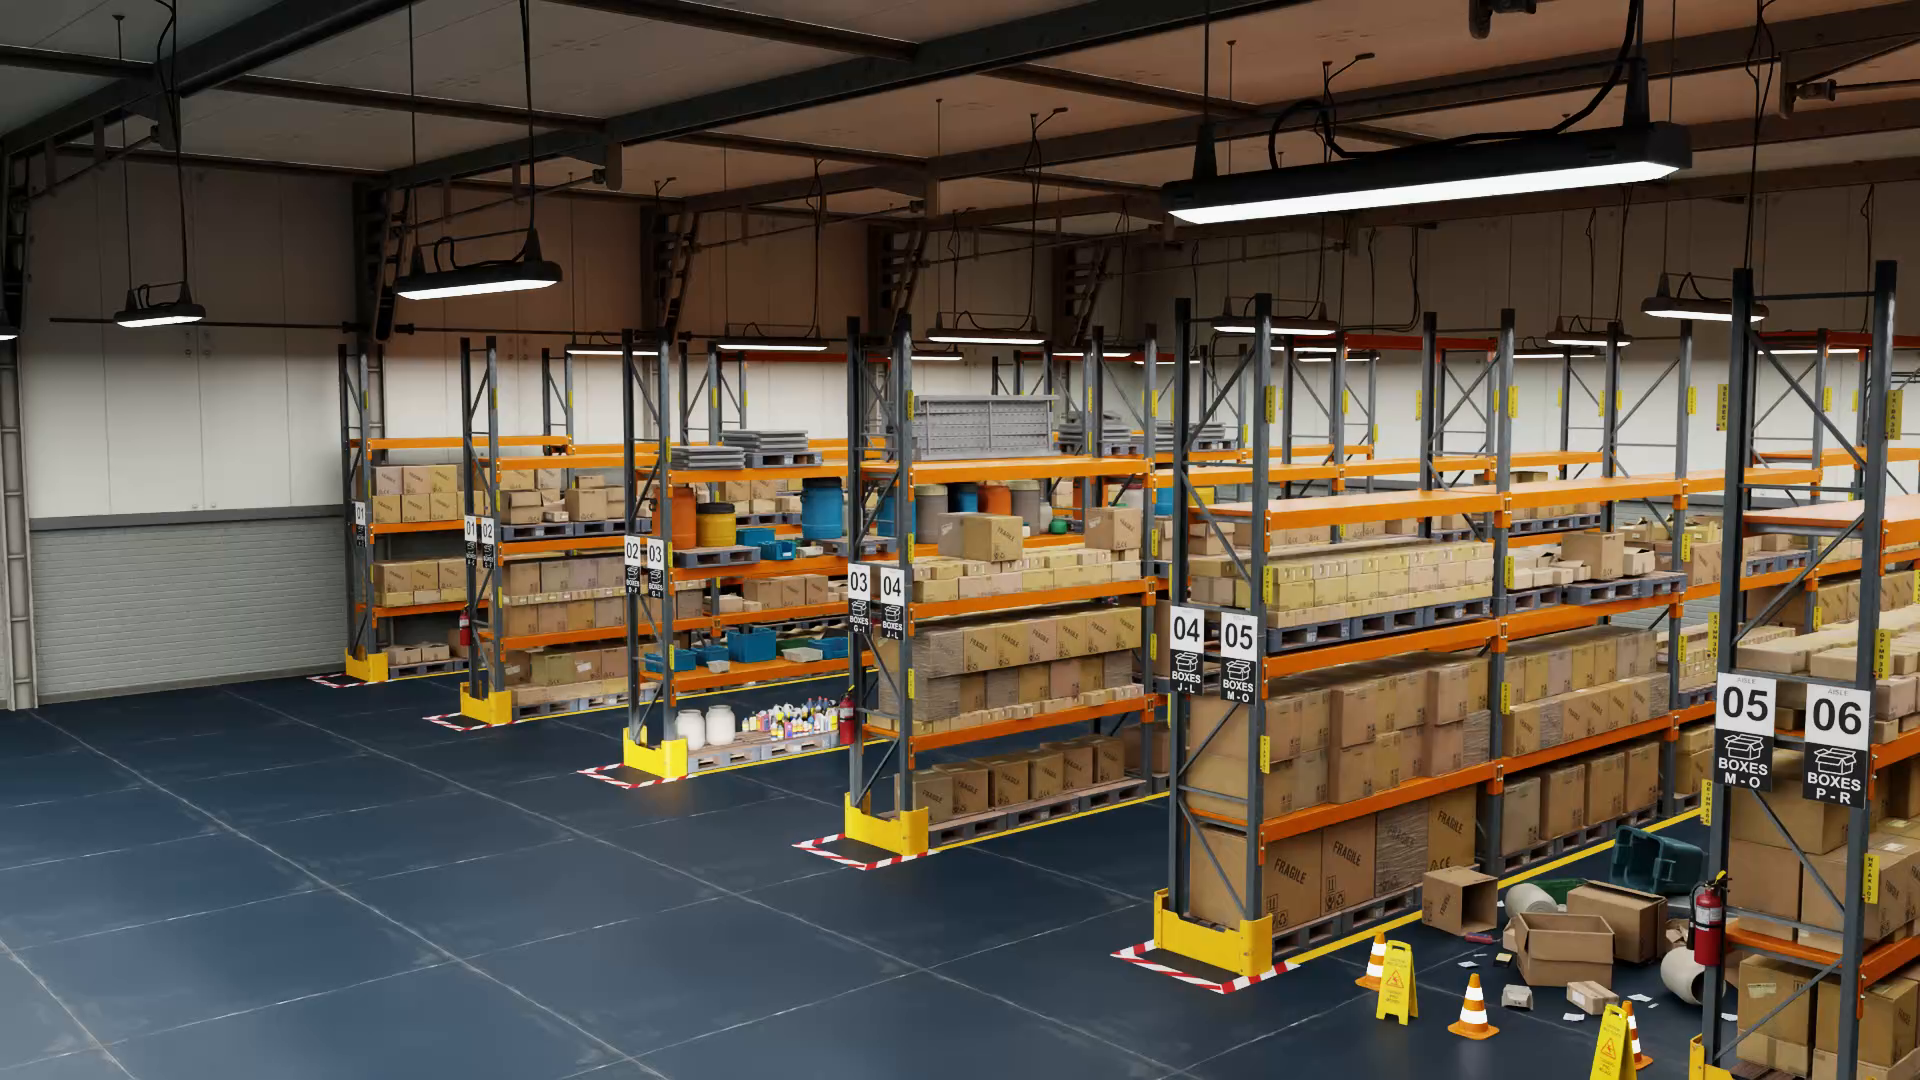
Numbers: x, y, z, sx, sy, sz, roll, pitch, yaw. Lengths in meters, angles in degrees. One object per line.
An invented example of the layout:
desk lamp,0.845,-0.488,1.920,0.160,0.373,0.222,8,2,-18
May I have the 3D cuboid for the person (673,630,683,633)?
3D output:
person,-5.225,1.661,30.256,0.470,1.752,0.412,-1,5,-9
